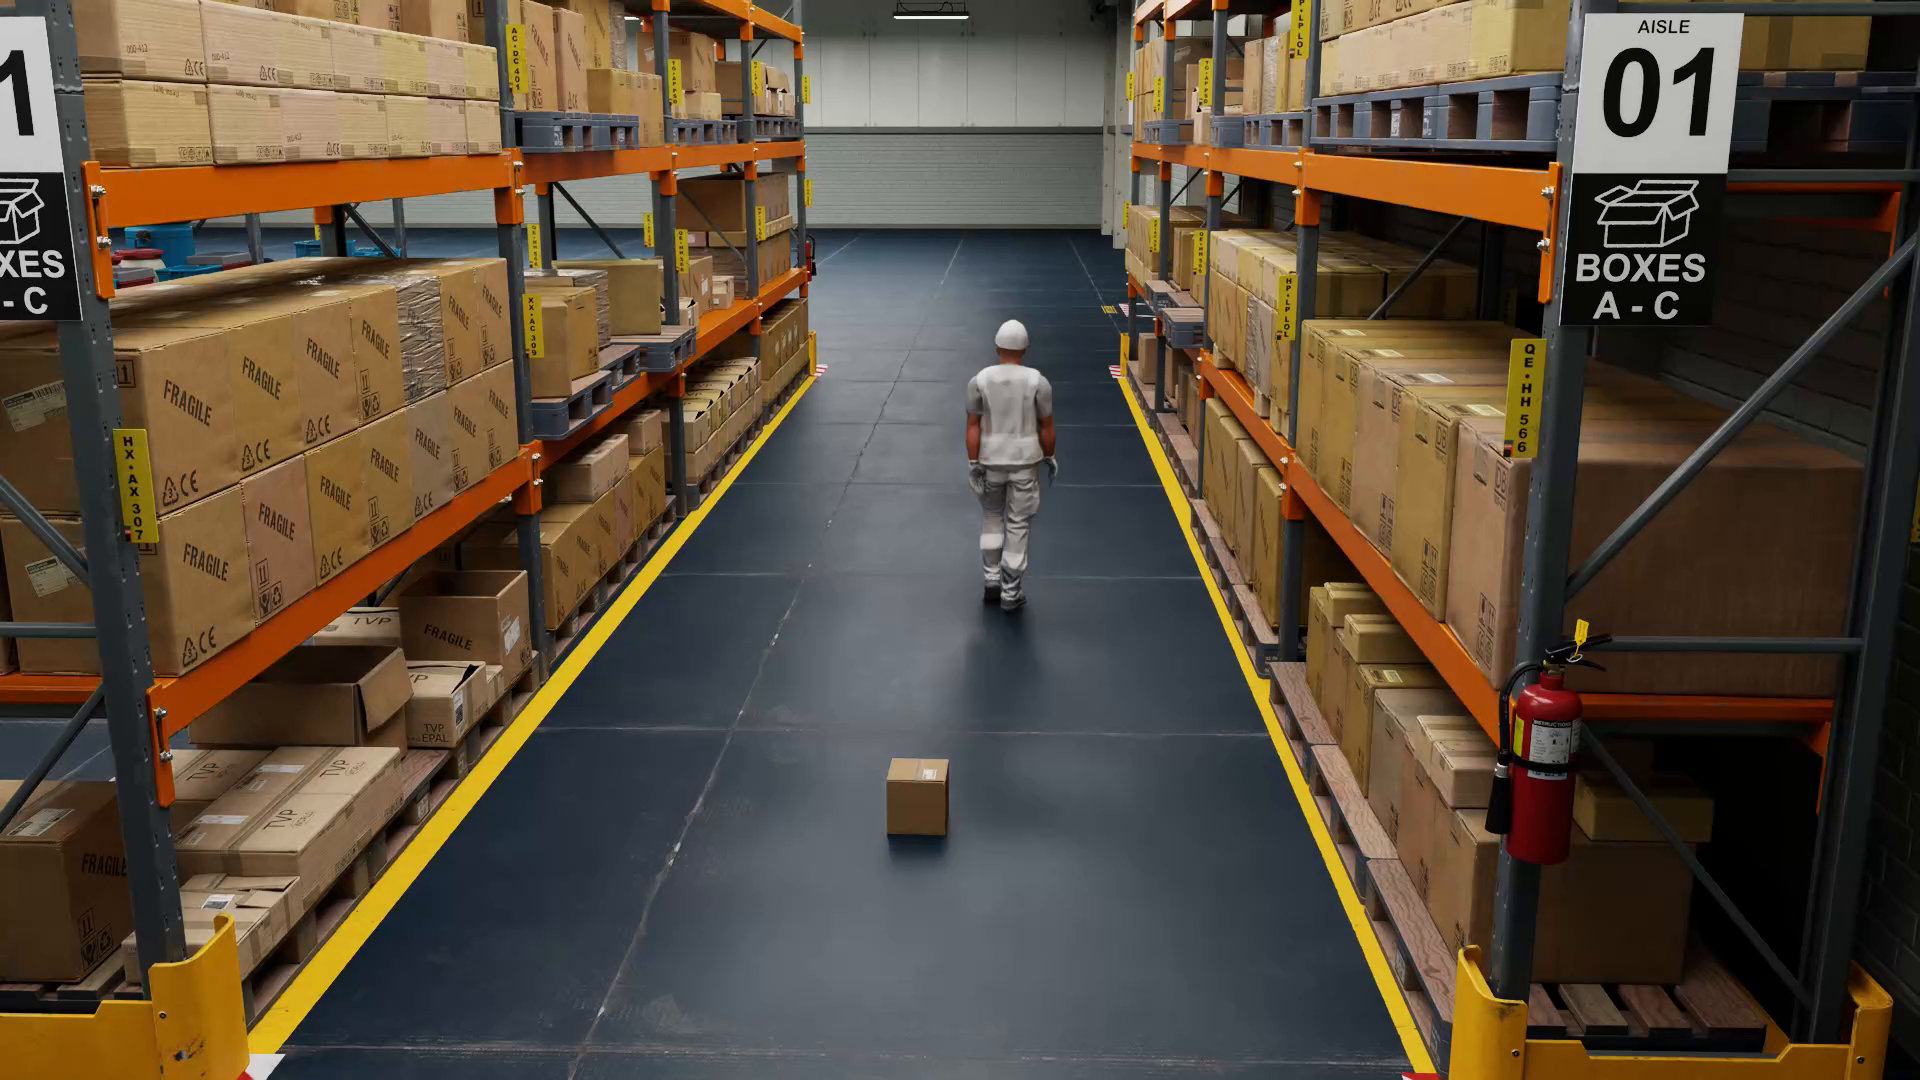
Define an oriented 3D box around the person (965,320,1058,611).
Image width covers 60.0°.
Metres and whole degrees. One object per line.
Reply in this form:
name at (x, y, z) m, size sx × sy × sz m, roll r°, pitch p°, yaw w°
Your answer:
person at (0.323, -0.448, 10.286) m, size 0.537 × 1.838 × 0.502 m, roll 3°, pitch 14°, yaw 12°
